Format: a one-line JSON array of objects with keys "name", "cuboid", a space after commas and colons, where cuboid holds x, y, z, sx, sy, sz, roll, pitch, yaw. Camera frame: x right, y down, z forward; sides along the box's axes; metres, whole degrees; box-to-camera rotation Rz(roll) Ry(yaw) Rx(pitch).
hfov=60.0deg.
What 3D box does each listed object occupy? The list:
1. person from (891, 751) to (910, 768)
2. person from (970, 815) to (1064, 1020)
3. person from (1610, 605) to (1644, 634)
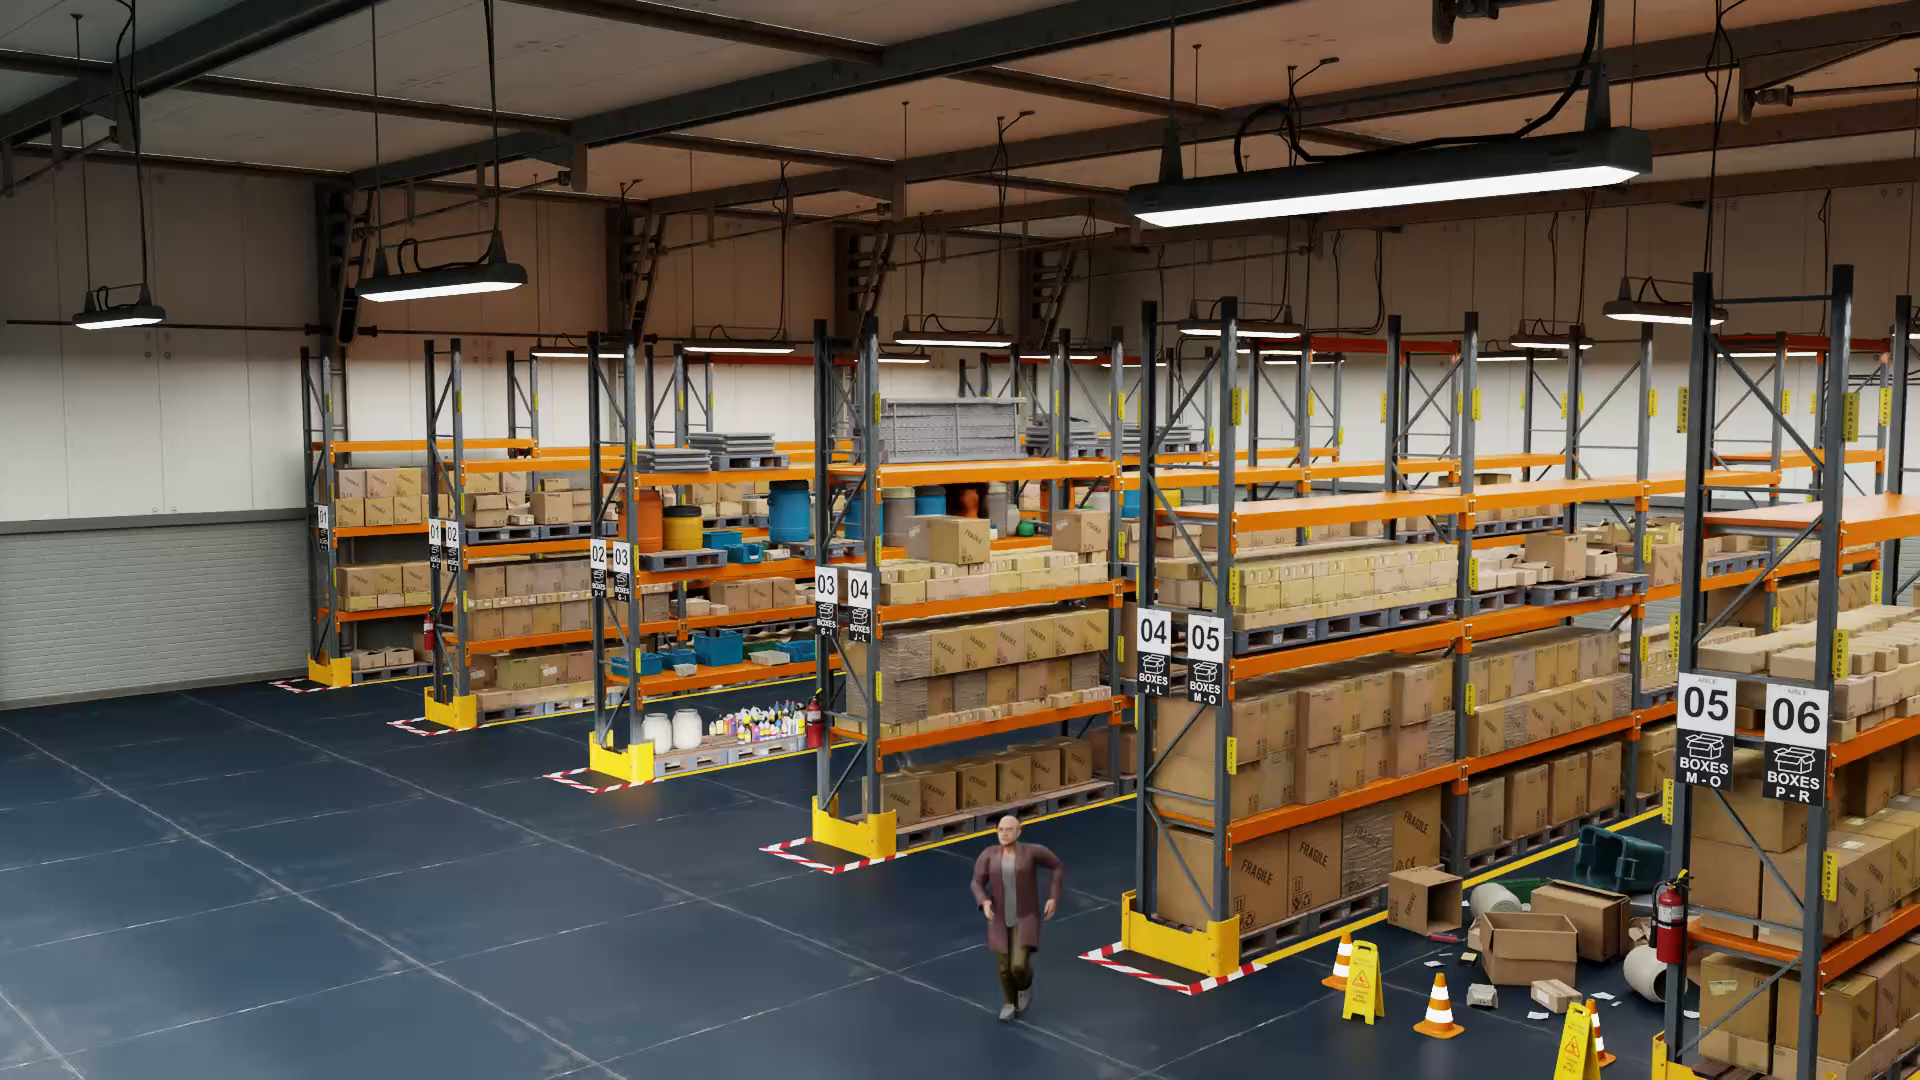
[{"name": "person", "cuboid": [-0.833, 2.446, 22.085, 0.553, 1.558, 0.541, 5, 7, 43]}, {"name": "person", "cuboid": [0.442, 3.108, 13.557, 0.730, 1.737, 0.780, 1, 5, 16]}, {"name": "person", "cuboid": [11.393, 1.875, 28.386, 0.580, 1.632, 0.500, 2, 5, 17]}]
